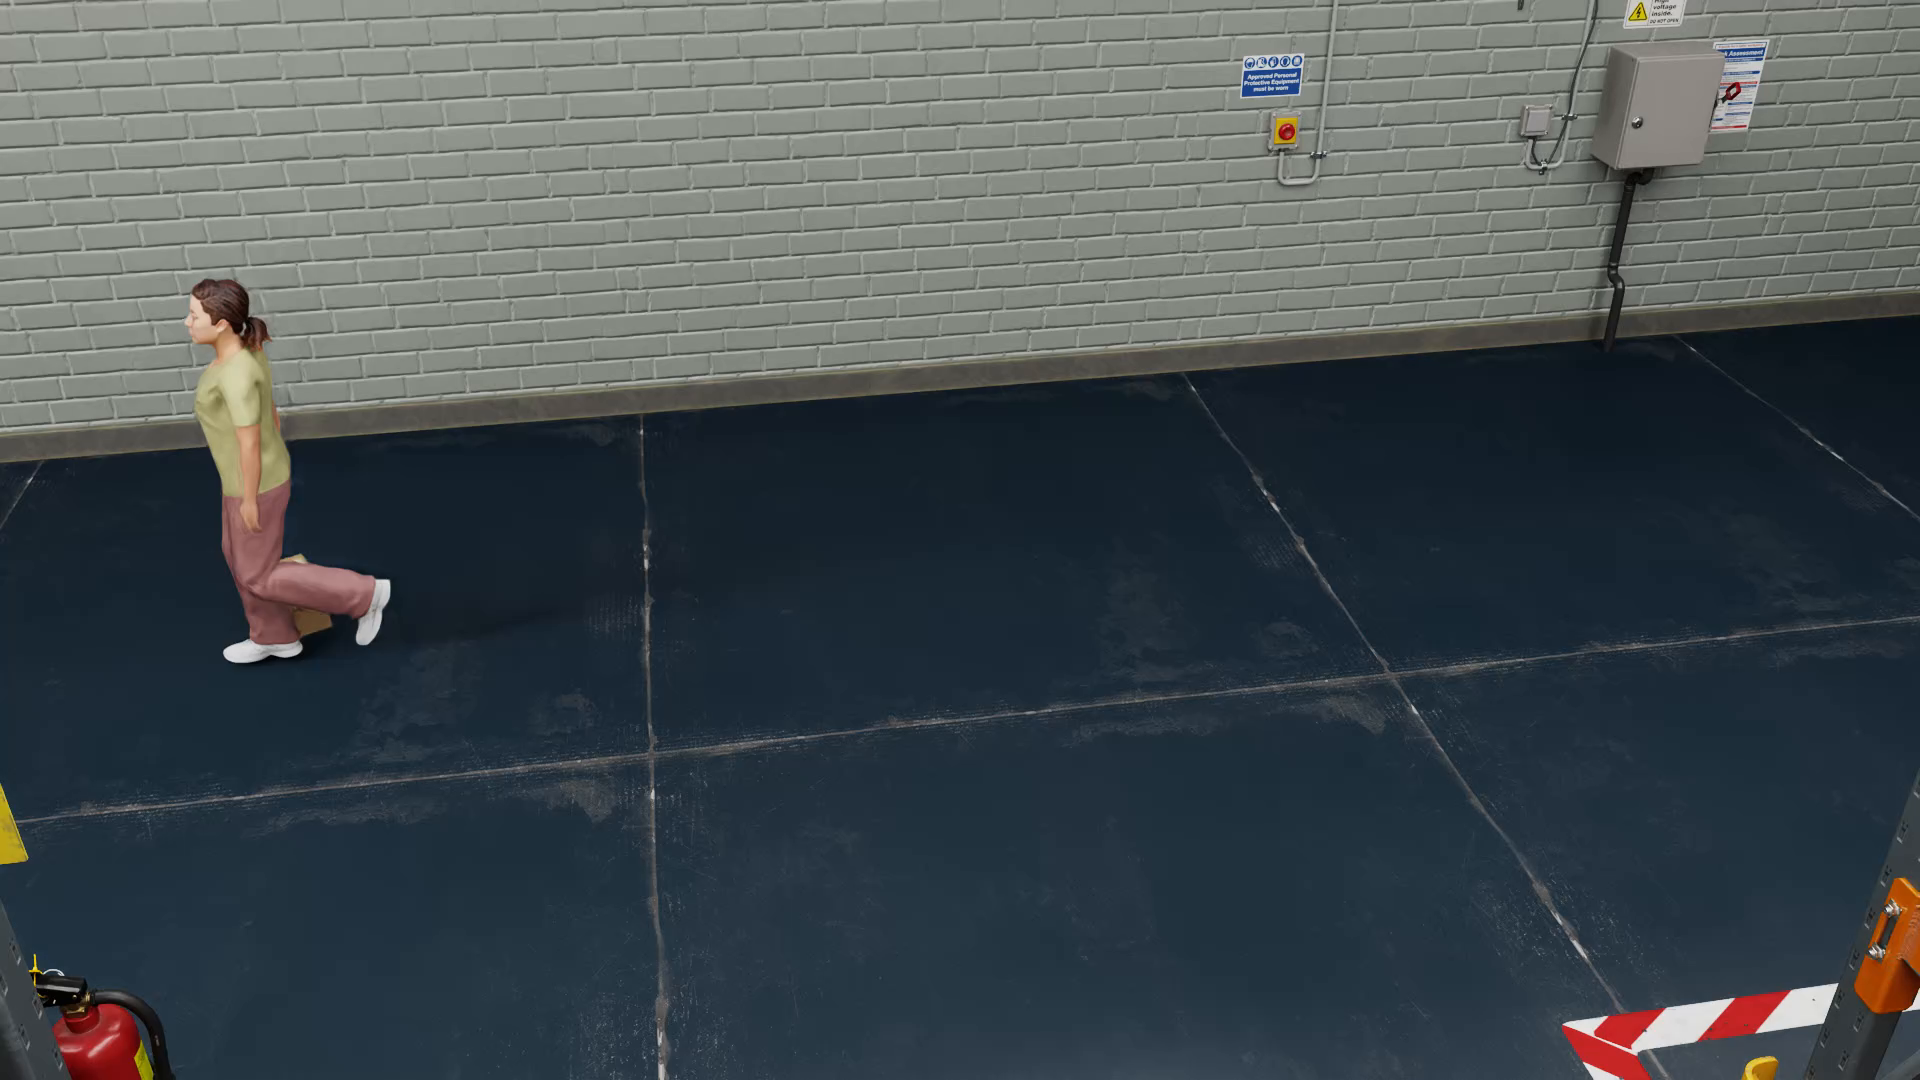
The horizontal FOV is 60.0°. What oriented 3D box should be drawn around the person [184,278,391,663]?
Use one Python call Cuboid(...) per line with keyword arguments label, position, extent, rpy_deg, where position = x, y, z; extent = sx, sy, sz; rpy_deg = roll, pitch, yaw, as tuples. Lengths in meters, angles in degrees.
Cuboid(label="person", position=(-2.689, -0.238, 6.511), extent=(0.703, 1.647, 0.458), rpy_deg=(-10, 32, -16))
